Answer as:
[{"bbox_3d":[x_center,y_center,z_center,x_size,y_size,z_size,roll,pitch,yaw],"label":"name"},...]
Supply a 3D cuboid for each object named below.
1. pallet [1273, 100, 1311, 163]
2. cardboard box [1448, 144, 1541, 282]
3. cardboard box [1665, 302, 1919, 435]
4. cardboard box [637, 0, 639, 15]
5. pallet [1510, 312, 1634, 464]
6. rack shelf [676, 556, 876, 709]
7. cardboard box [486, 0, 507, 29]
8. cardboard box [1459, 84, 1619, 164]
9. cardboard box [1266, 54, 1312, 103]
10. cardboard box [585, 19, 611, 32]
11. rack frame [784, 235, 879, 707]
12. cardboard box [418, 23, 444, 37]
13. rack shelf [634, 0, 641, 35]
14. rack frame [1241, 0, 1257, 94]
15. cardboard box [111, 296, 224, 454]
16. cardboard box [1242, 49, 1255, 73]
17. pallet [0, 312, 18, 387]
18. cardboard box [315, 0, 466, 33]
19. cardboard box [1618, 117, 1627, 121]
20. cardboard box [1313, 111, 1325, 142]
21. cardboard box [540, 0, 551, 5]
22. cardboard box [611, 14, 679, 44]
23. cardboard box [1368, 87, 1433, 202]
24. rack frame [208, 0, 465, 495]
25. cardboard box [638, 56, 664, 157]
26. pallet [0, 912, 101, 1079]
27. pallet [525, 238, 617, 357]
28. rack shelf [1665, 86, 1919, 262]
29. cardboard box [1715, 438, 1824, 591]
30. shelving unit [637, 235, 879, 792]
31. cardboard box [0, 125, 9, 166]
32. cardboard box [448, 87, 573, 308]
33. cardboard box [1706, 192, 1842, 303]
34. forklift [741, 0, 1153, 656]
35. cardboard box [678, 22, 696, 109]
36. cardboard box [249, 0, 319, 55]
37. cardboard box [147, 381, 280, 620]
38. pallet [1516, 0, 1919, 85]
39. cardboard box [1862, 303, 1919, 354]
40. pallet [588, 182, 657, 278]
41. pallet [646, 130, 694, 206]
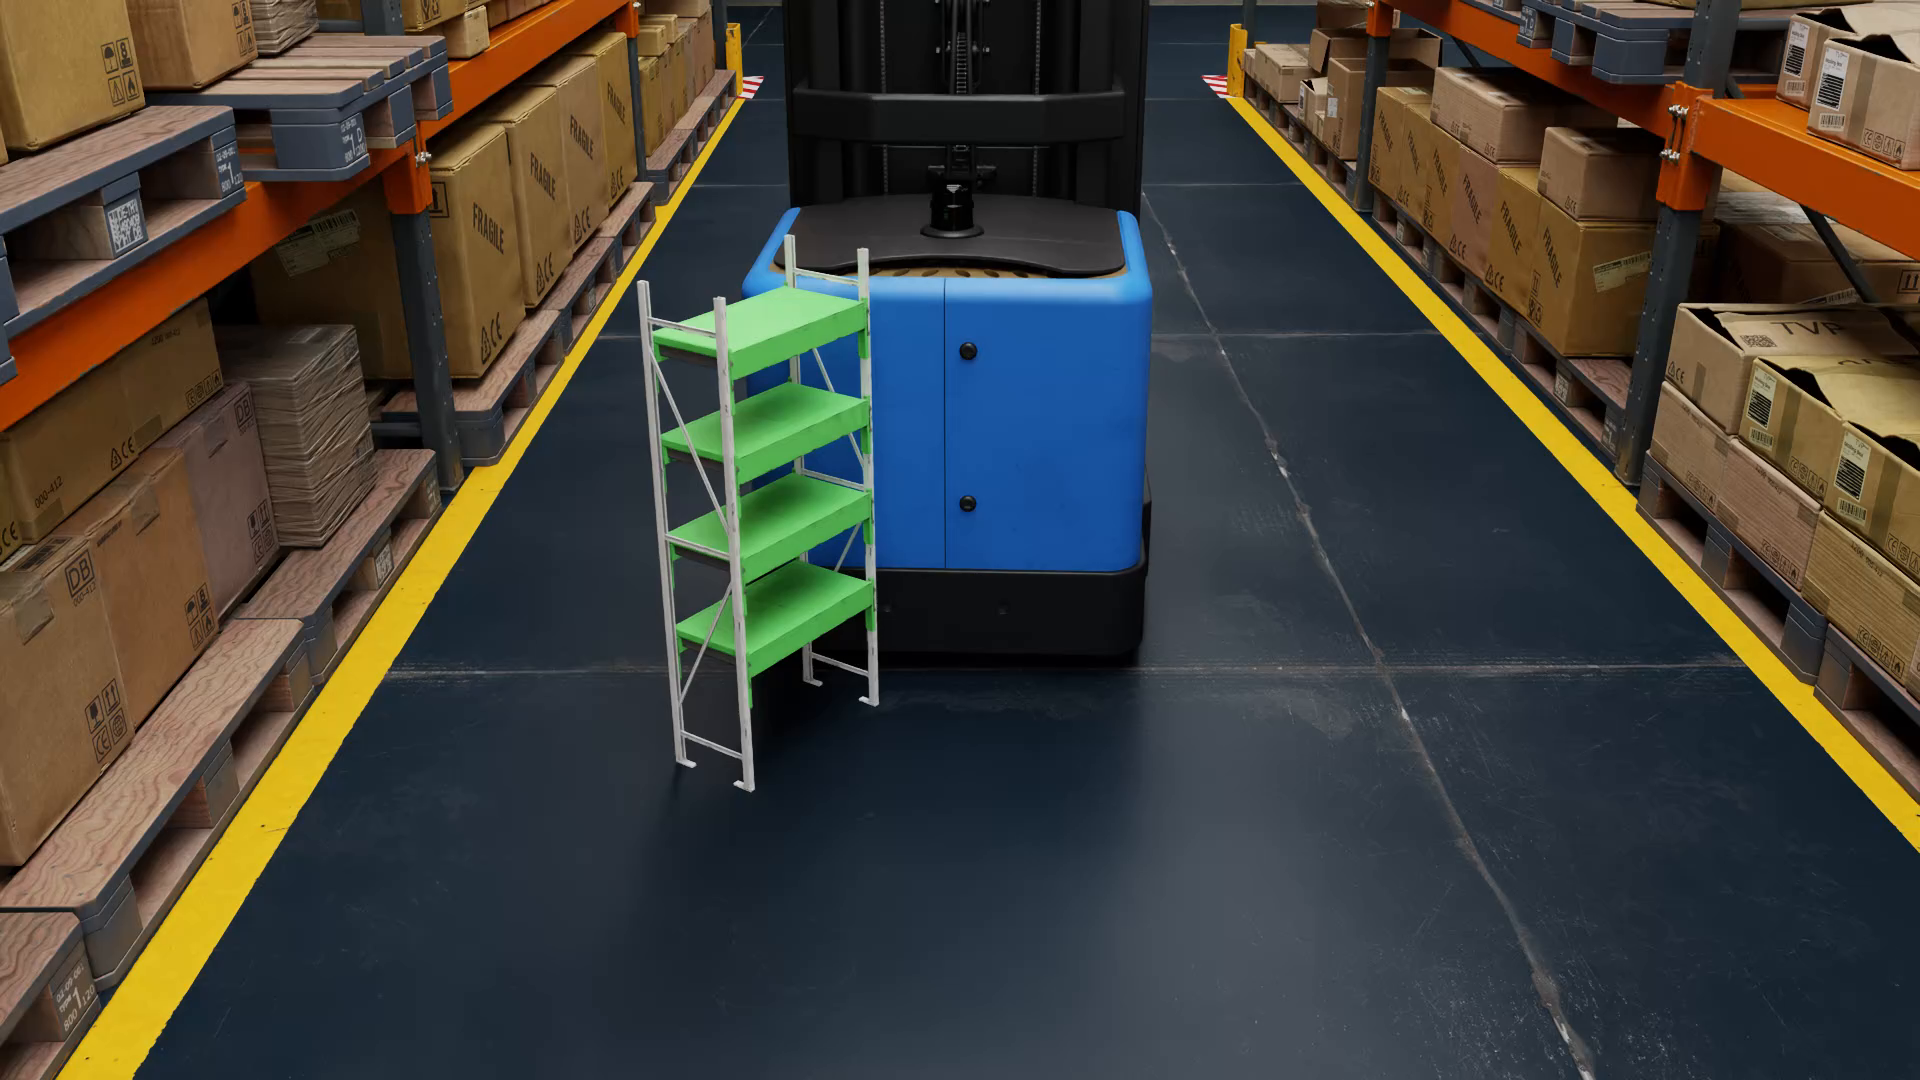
[{"bbox_3d":[2.690,-2.732,11.034,1.003,0.211,1.213,0,24,-1],"label":"pallet"},{"bbox_3d":[2.494,-1.443,7.299,0.500,0.500,0.500,-1,24,-3],"label":"cardboard box"},{"bbox_3d":[2.468,-0.544,4.960,0.500,0.311,0.500,1,24,1],"label":"cardboard box"},{"bbox_3d":[-2.366,-3.534,11.160,0.380,0.149,0.250,0,24,0],"label":"cardboard box"},{"bbox_3d":[2.786,-0.604,6.330,1.003,0.211,1.213,0,24,-1],"label":"pallet"},{"bbox_3d":[-0.451,0.213,4.059,0.258,0.148,0.480,16,29,31],"label":"rack shelf"},{"bbox_3d":[-2.011,-2.105,6.544,0.380,0.149,0.250,0,24,0],"label":"cardboard box"},{"bbox_3d":[2.491,-1.800,7.178,0.500,0.250,0.500,-1,24,-2],"label":"cardboard box"},{"bbox_3d":[2.402,-3.174,11.431,0.500,0.250,0.500,0,24,-1],"label":"cardboard box"},{"bbox_3d":[-2.355,-3.113,10.230,0.380,0.149,0.250,-1,24,-2],"label":"cardboard box"},{"bbox_3d":[-0.313,-0.146,4.118,0.240,1.200,0.015,16,29,31],"label":"rack frame"},{"bbox_3d":[-1.963,-1.679,5.602,0.380,0.149,0.250,0,24,0],"label":"cardboard box"},{"bbox_3d":[-2.263,-3.688,10.637,1.077,0.370,4.000,0,24,-1],"label":"rack shelf"},{"bbox_3d":[2.669,-4.864,12.364,1.000,3.000,0.127,0,24,-1],"label":"rack frame"},{"bbox_3d":[-2.194,-0.415,4.117,0.500,0.250,0.500,0,24,0],"label":"cardboard box"},{"bbox_3d":[2.330,-3.591,12.476,0.380,0.149,0.250,0,24,-1],"label":"cardboard box"},{"bbox_3d":[-2.017,-0.123,2.116,1.003,0.211,1.213,0,24,-1],"label":"pallet"},{"bbox_3d":[-1.947,-1.935,5.382,0.500,0.500,0.500,0,24,1],"label":"cardboard box"},{"bbox_3d":[3.001,-1.871,8.247,0.500,0.500,0.500,0,24,0],"label":"cardboard box"},{"bbox_3d":[2.358,-2.505,10.074,0.380,0.149,0.250,0,24,-1],"label":"cardboard box"},{"bbox_3d":[-1.984,-2.425,7.251,0.380,0.149,0.250,-1,24,-2],"label":"cardboard box"},{"bbox_3d":[-1.974,-3.205,10.434,0.380,0.149,0.250,-1,24,-2],"label":"cardboard box"},{"bbox_3d":[2.474,-2.077,8.701,0.500,0.500,0.500,-1,24,-3],"label":"cardboard box"},{"bbox_3d":[-2.197,-1.543,5.023,1.000,3.000,0.127,0,24,-1],"label":"rack frame"},{"bbox_3d":[-2.147,-2.553,9.778,0.700,0.500,0.500,0,24,0],"label":"cardboard box"},{"bbox_3d":[-2.164,1.055,2.662,1.003,0.211,1.213,0,24,-1],"label":"pallet"},{"bbox_3d":[-2.141,-1.100,7.425,1.003,0.211,1.213,0,24,-1],"label":"pallet"},{"bbox_3d":[2.778,-0.415,3.401,1.077,0.370,4.000,0,24,-1],"label":"rack shelf"},{"bbox_3d":[2.474,-0.082,4.617,0.500,0.250,0.500,-1,24,-2],"label":"cardboard box"},{"bbox_3d":[-0.451,-0.063,3.934,0.258,1.200,0.503,16,29,31],"label":"shelving unit"},{"bbox_3d":[-2.163,-0.853,2.840,0.700,0.500,0.500,3,25,7],"label":"cardboard box"},{"bbox_3d":[-2.077,-1.420,6.849,0.750,0.750,0.750,0,24,-1],"label":"cardboard box"},{"bbox_3d":[3.025,-1.033,6.394,0.500,0.500,0.500,-1,24,-2],"label":"cardboard box"},{"bbox_3d":[0.027,-1.594,5.218,1.130,2.935,3.031,1,24,2],"label":"forklift"},{"bbox_3d":[-2.165,-3.191,11.189,0.700,0.500,0.500,-1,24,-2],"label":"cardboard box"},{"bbox_3d":[-2.182,-1.596,4.483,0.700,0.500,0.500,-3,25,-7],"label":"cardboard box"},{"bbox_3d":[-2.248,-0.096,4.321,0.700,0.500,0.500,0,24,-1],"label":"cardboard box"},{"bbox_3d":[2.678,-1.759,5.732,1.213,0.211,1.003,0,24,-1],"label":"pallet"},{"bbox_3d":[3.008,-0.547,4.965,0.500,0.311,0.500,0,24,1],"label":"cardboard box"},{"bbox_3d":[-2.157,-1.604,8.539,1.003,0.211,1.213,0,24,-1],"label":"pallet"},{"bbox_3d":[-2.171,-2.235,9.935,1.003,0.211,1.213,0,24,-1],"label":"pallet"}]
